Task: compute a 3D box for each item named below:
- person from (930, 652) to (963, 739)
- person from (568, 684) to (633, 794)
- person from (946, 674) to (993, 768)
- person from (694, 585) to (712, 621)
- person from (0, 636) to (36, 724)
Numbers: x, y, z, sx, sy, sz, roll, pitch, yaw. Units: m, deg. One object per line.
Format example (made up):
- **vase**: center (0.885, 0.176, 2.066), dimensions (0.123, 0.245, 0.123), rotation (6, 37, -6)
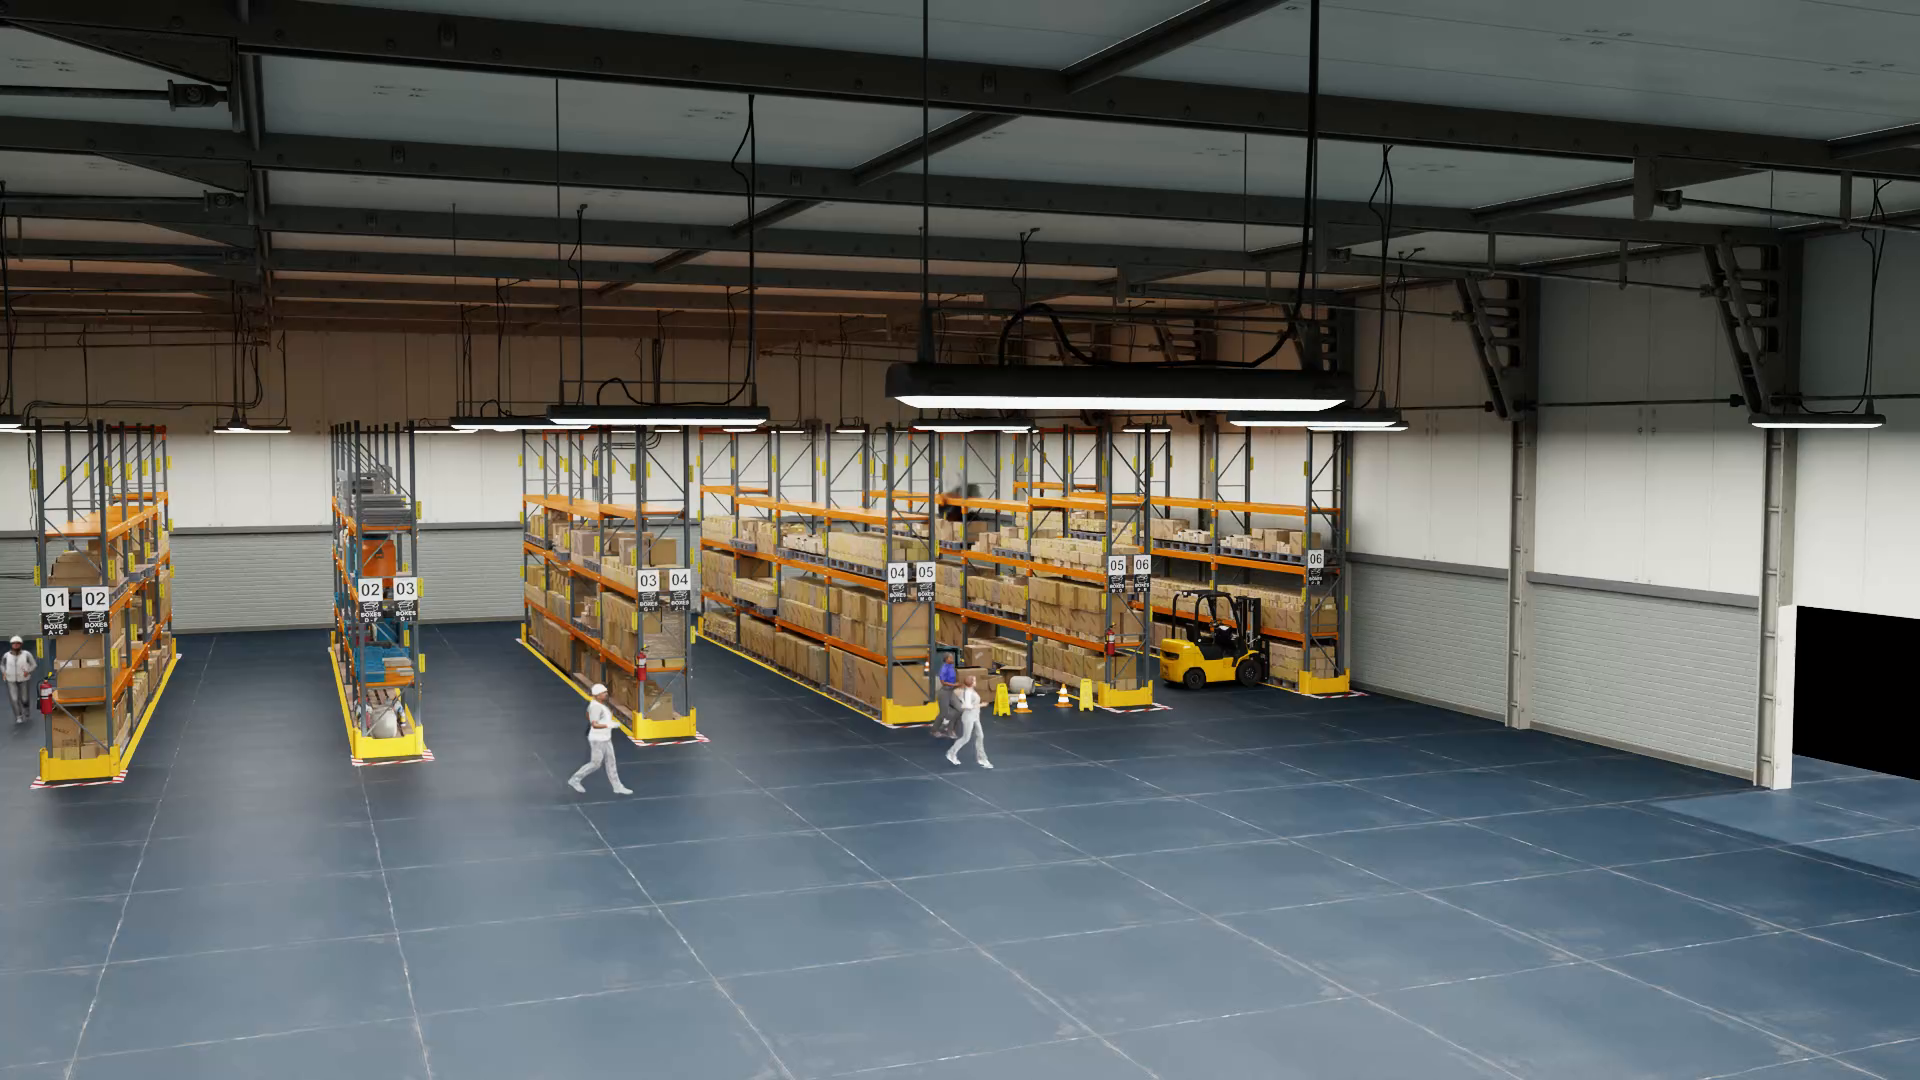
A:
- **person**: center (-0.230, 2.953, 31.412), dimensions (0.706, 1.689, 0.571), rotation (2, 4, 26)
- **person**: center (-5.688, 3.154, 26.289), dimensions (1.013, 1.765, 0.688), rotation (0, 4, -1)
- **person**: center (0.158, 3.116, 28.623), dimensions (0.805, 1.622, 0.531), rotation (1, 4, 15)
- **person**: center (-7.514, 1.736, 49.328), dimensions (0.710, 1.748, 0.727), rotation (-1, 4, -21)
- **person**: center (-18.795, 2.784, 33.178), dimensions (0.652, 1.730, 0.640), rotation (-1, 4, -22)
